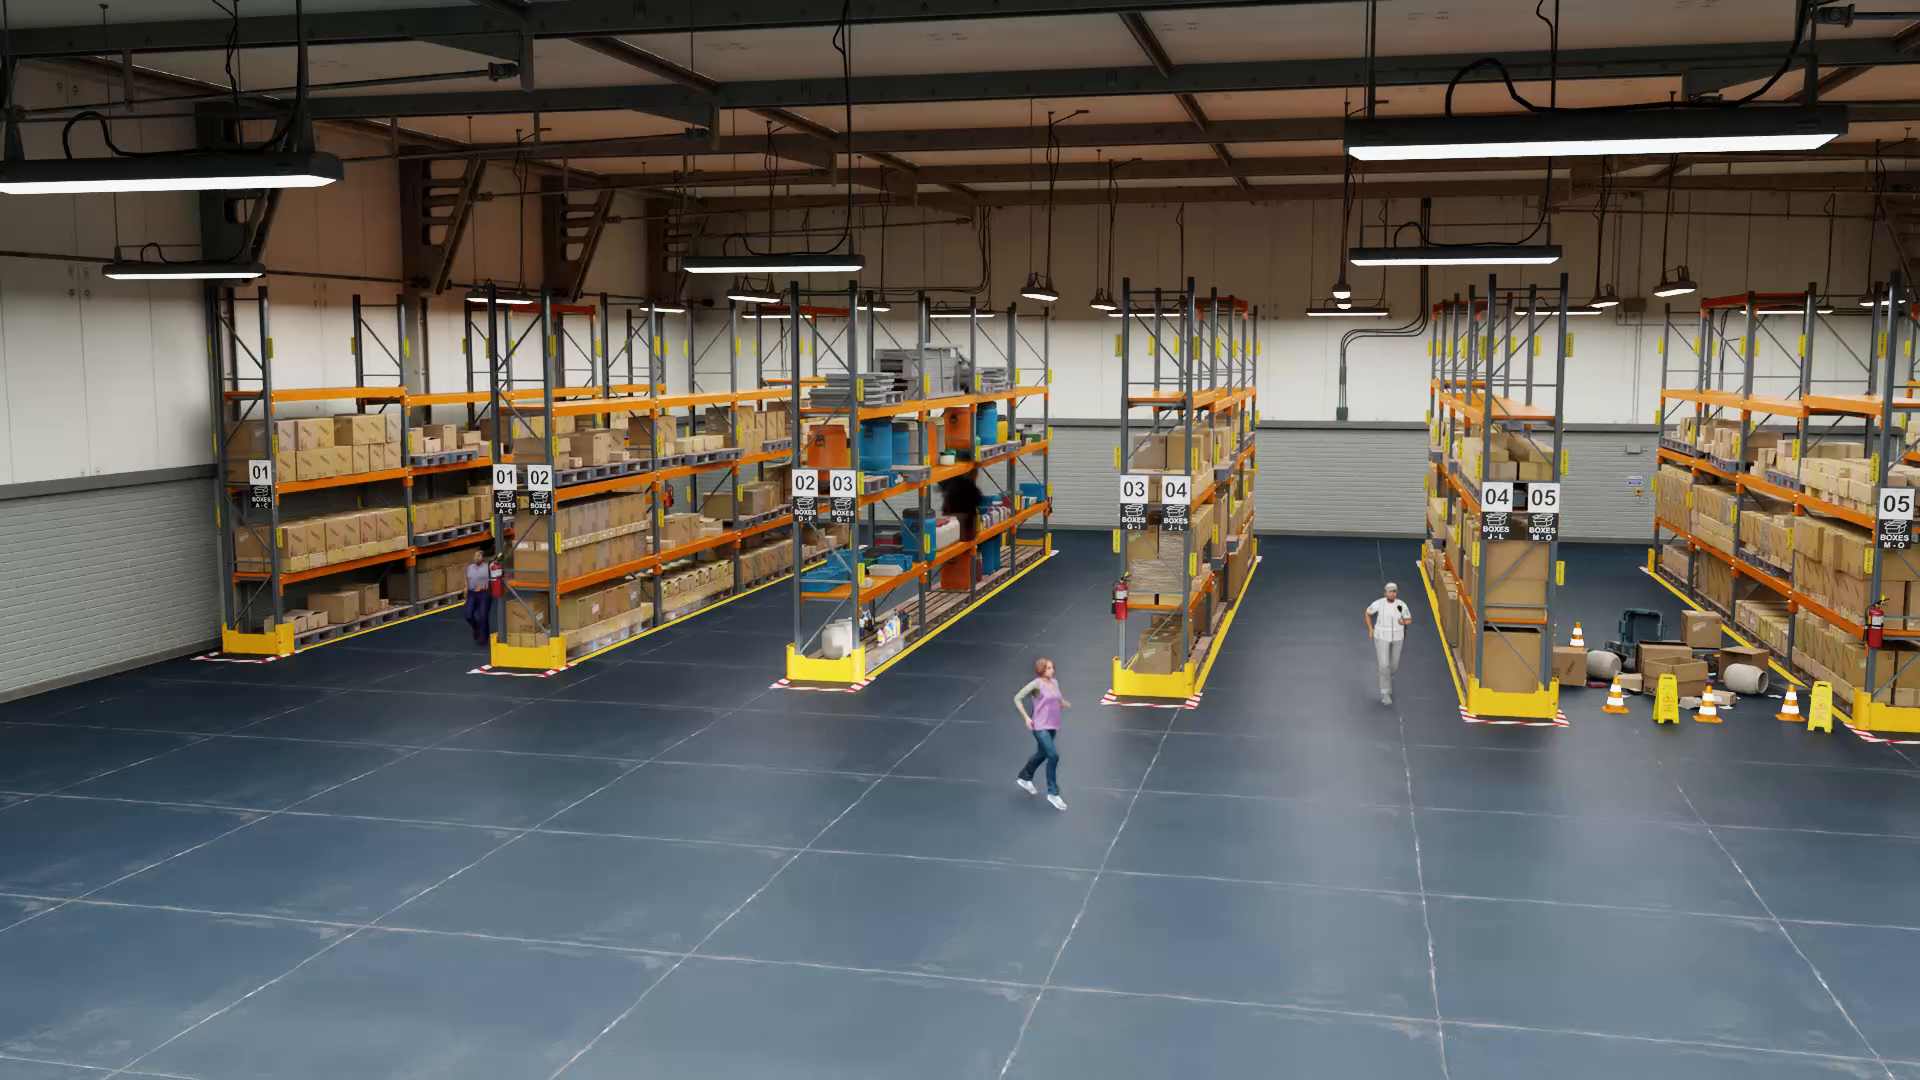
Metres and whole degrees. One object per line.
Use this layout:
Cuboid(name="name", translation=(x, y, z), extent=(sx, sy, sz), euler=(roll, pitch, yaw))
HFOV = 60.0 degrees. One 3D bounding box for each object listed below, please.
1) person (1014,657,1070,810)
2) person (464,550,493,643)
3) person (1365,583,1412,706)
Cuboid(name="person", translation=(0.912, 2.098, 18.318), extent=(0.759, 1.632, 0.516), euler=(5, 8, 39))
Cuboid(name="person", translation=(-8.164, 0.978, 28.174), extent=(0.606, 1.588, 0.557), euler=(1, 7, 5))
Cuboid(name="person", translation=(6.120, 1.445, 23.725), extent=(0.591, 1.695, 0.878), euler=(0, 7, -2))
